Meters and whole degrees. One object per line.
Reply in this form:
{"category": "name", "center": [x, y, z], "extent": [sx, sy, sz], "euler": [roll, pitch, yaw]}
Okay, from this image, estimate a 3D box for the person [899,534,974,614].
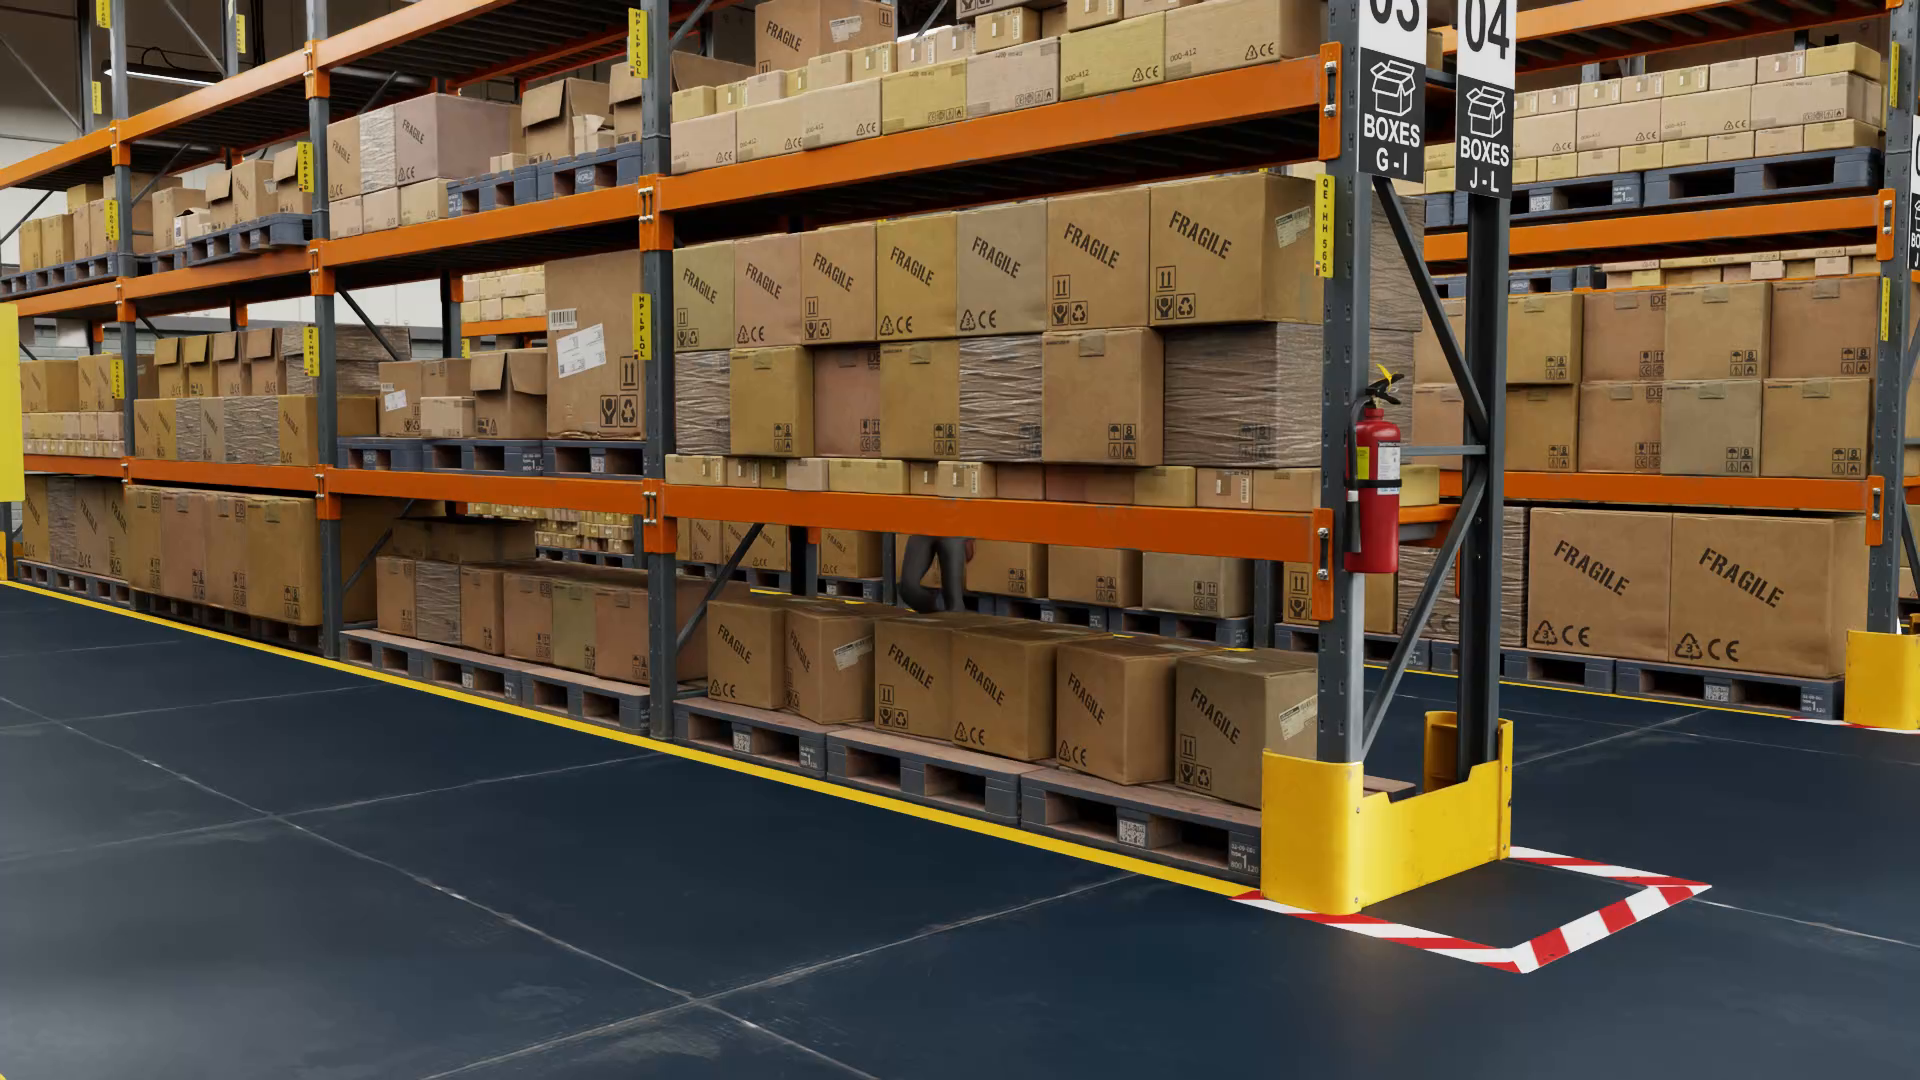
{"category": "person", "center": [-0.128, -0.004, 11.003], "extent": [0.461, 1.650, 0.505], "euler": [1, 4, 18]}
